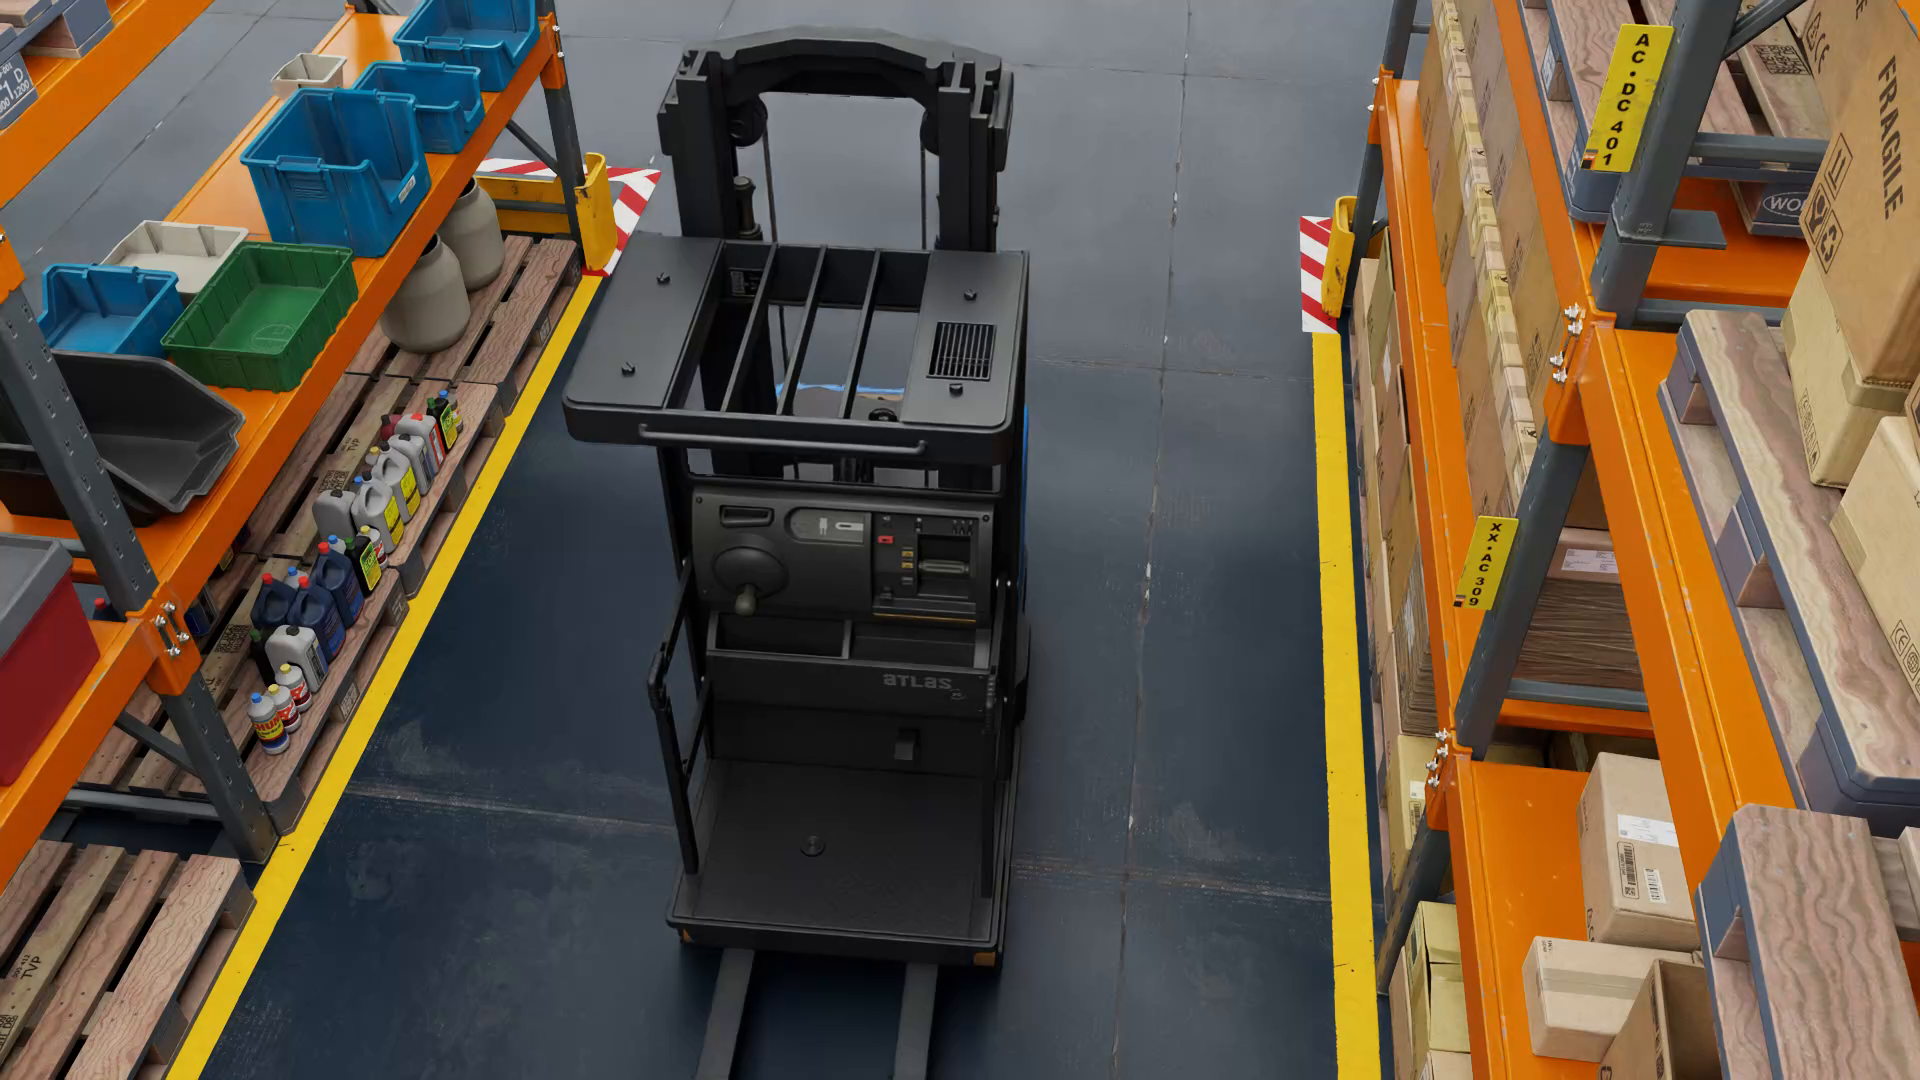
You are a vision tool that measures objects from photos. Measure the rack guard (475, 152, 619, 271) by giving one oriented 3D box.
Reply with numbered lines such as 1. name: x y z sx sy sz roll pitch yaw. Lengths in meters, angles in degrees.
1. rack guard: -2.431 -1.760 8.745 1.175 0.500 0.348 5 44 6

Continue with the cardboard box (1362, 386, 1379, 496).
1. cardboard box: 2.021 -0.398 7.183 0.500 0.250 0.500 5 44 6

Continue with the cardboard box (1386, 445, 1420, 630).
1. cardboard box: 1.897 0.012 6.205 0.500 0.500 0.500 5 44 6

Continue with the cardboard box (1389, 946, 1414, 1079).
1. cardboard box: 1.614 1.553 5.122 0.500 0.250 0.500 4 44 5

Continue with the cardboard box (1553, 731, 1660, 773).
1. cardboard box: 2.284 0.741 5.435 0.500 0.500 0.500 5 44 6

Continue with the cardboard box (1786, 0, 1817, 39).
1. cardboard box: 2.312 -1.493 4.121 0.500 0.311 0.500 3 44 3

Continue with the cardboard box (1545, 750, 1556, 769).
1. cardboard box: 2.275 1.012 5.694 0.500 0.250 0.500 5 44 6

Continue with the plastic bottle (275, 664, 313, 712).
1. plastic bottle: -2.493 0.543 6.211 0.097 0.201 0.097 0 43 0

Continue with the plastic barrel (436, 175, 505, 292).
1. plastic barrel: -2.479 -1.518 8.175 0.421 0.512 0.421 0 43 0

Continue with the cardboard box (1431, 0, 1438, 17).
1. cardboard box: 2.176 -2.295 6.948 0.380 0.149 0.250 5 44 5

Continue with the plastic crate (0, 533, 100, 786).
1. plastic crate: -2.757 0.337 4.666 0.402 0.464 0.583 5 44 6

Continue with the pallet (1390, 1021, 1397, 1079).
1. pallet: 1.854 1.973 5.013 1.003 0.211 1.213 5 44 6

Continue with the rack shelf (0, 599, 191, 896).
1. rack shelf: -3.261 1.626 3.874 1.077 0.370 4.000 5 44 6

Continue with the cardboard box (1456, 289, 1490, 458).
1. cardboard box: 2.099 -0.586 5.615 0.700 0.500 0.500 6 44 6

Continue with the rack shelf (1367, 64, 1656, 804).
1. rack shelf: 2.177 -0.647 6.275 1.077 0.370 4.000 5 44 6

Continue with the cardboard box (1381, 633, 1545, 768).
1. cardboard box: 1.833 0.625 6.103 0.500 0.250 0.500 5 44 6

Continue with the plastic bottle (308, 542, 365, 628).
1. plastic bottle: -2.454 0.163 6.503 0.144 0.351 0.185 4 44 4

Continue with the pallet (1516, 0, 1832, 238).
1. pallet: 2.000 -1.186 4.203 1.003 0.211 1.213 5 44 6

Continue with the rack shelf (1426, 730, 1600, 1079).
1. rack shelf: 1.648 2.079 3.396 1.077 0.370 4.000 5 44 6

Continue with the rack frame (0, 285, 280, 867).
1. rack frame: -2.997 0.002 5.066 1.000 3.000 0.127 5 44 6

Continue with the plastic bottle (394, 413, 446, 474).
1. plastic bottle: -2.337 -0.434 7.188 0.152 0.276 0.135 6 44 6

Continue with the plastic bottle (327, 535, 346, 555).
1. plastic bottle: -2.471 0.088 6.639 0.097 0.271 0.097 0 43 0

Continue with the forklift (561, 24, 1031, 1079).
1. forklift: -0.380 0.145 4.965 1.130 2.935 3.031 4 44 4

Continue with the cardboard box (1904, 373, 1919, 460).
1. cardboard box: 1.740 -0.198 2.354 0.500 0.500 0.500 9 44 10

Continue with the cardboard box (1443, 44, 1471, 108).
1. cardboard box: 2.074 -1.773 6.397 0.380 0.149 0.250 5 44 5

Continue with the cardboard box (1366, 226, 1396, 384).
1. cardboard box: 2.086 -1.011 7.285 0.500 0.500 0.500 5 44 6

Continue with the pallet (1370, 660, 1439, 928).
1. pallet: 2.059 0.929 6.115 1.003 0.211 1.213 5 44 6

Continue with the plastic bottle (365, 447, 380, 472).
1. plastic bottle: -2.481 -0.311 7.112 0.097 0.201 0.097 0 43 0

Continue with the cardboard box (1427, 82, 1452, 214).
1. cardboard box: 2.302 -1.632 6.719 0.700 0.500 0.500 6 44 7

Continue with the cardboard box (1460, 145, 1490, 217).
1. cardboard box: 1.972 -1.248 5.842 0.380 0.149 0.250 6 44 6

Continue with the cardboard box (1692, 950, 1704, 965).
1. cardboard box: 1.979 1.120 3.984 0.396 0.266 0.258 4 44 4

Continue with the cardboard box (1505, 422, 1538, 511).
1. cardboard box: 1.771 -0.190 4.725 0.380 0.149 0.250 4 44 5

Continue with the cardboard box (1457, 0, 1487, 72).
1. cardboard box: 2.296 -2.067 6.235 0.700 0.500 0.500 4 44 4

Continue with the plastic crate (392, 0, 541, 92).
1. plastic crate: -2.237 -2.302 7.607 0.499 0.251 0.616 5 44 6

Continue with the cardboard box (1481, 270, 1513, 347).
1. cardboard box: 1.873 -0.715 5.279 0.380 0.149 0.250 5 44 5

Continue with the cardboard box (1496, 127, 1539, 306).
1. cardboard box: 2.098 -1.041 5.152 0.700 0.500 0.500 5 44 5

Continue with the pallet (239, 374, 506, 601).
1. pallet: -2.708 -0.273 7.385 1.003 0.211 1.213 5 44 6

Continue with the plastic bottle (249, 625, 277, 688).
1. plastic bottle: -2.610 0.419 6.281 0.061 0.283 0.133 5 44 6

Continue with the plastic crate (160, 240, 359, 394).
1. plastic crate: -2.537 -0.820 6.089 0.450 0.188 0.662 5 44 6

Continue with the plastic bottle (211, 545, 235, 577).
1. plastic bottle: -3.024 0.004 6.719 0.061 0.283 0.133 5 44 6

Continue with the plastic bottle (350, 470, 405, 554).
1. plastic bottle: -2.397 -0.127 6.809 0.144 0.351 0.185 5 44 5
